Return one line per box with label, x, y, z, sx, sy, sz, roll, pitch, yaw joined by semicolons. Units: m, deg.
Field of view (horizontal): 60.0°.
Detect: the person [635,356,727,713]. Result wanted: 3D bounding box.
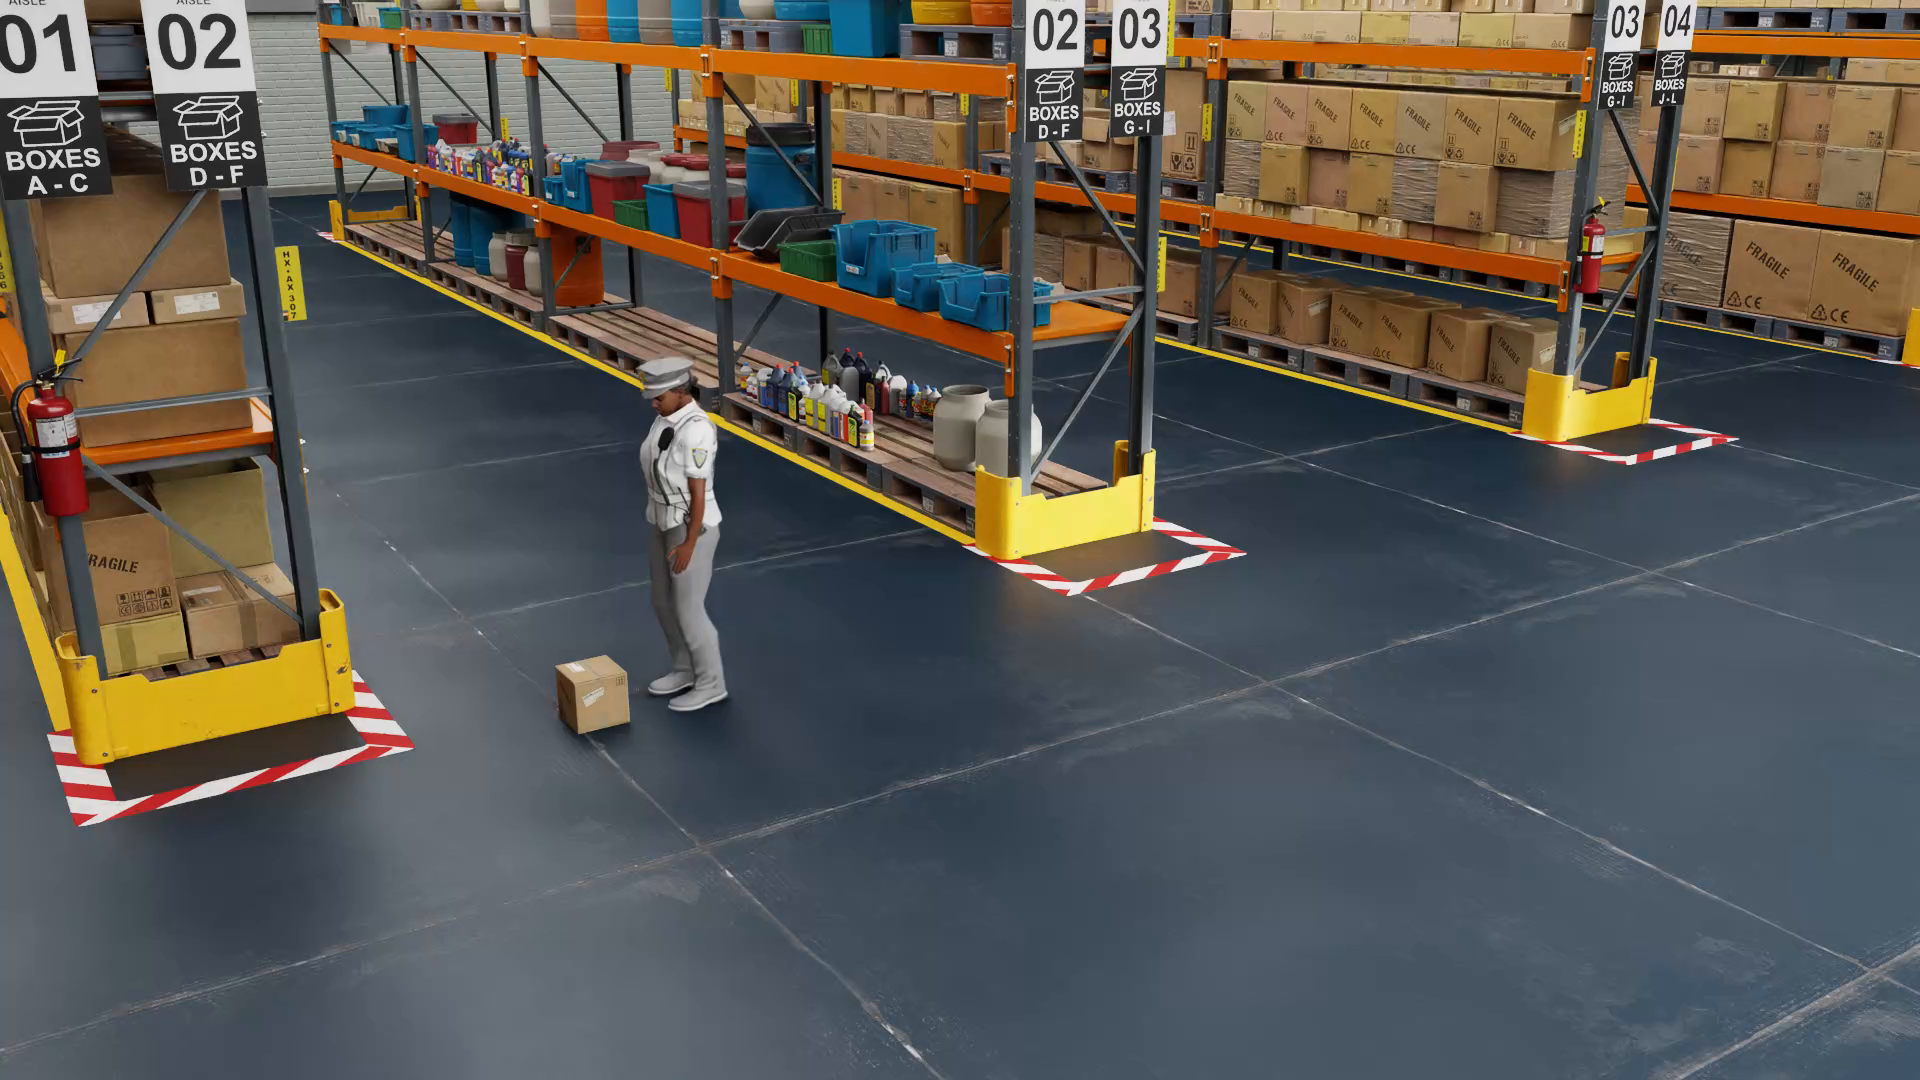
person;-1.276;-0.030;7.677;0.338;1.652;0.441;-11;21;-30
